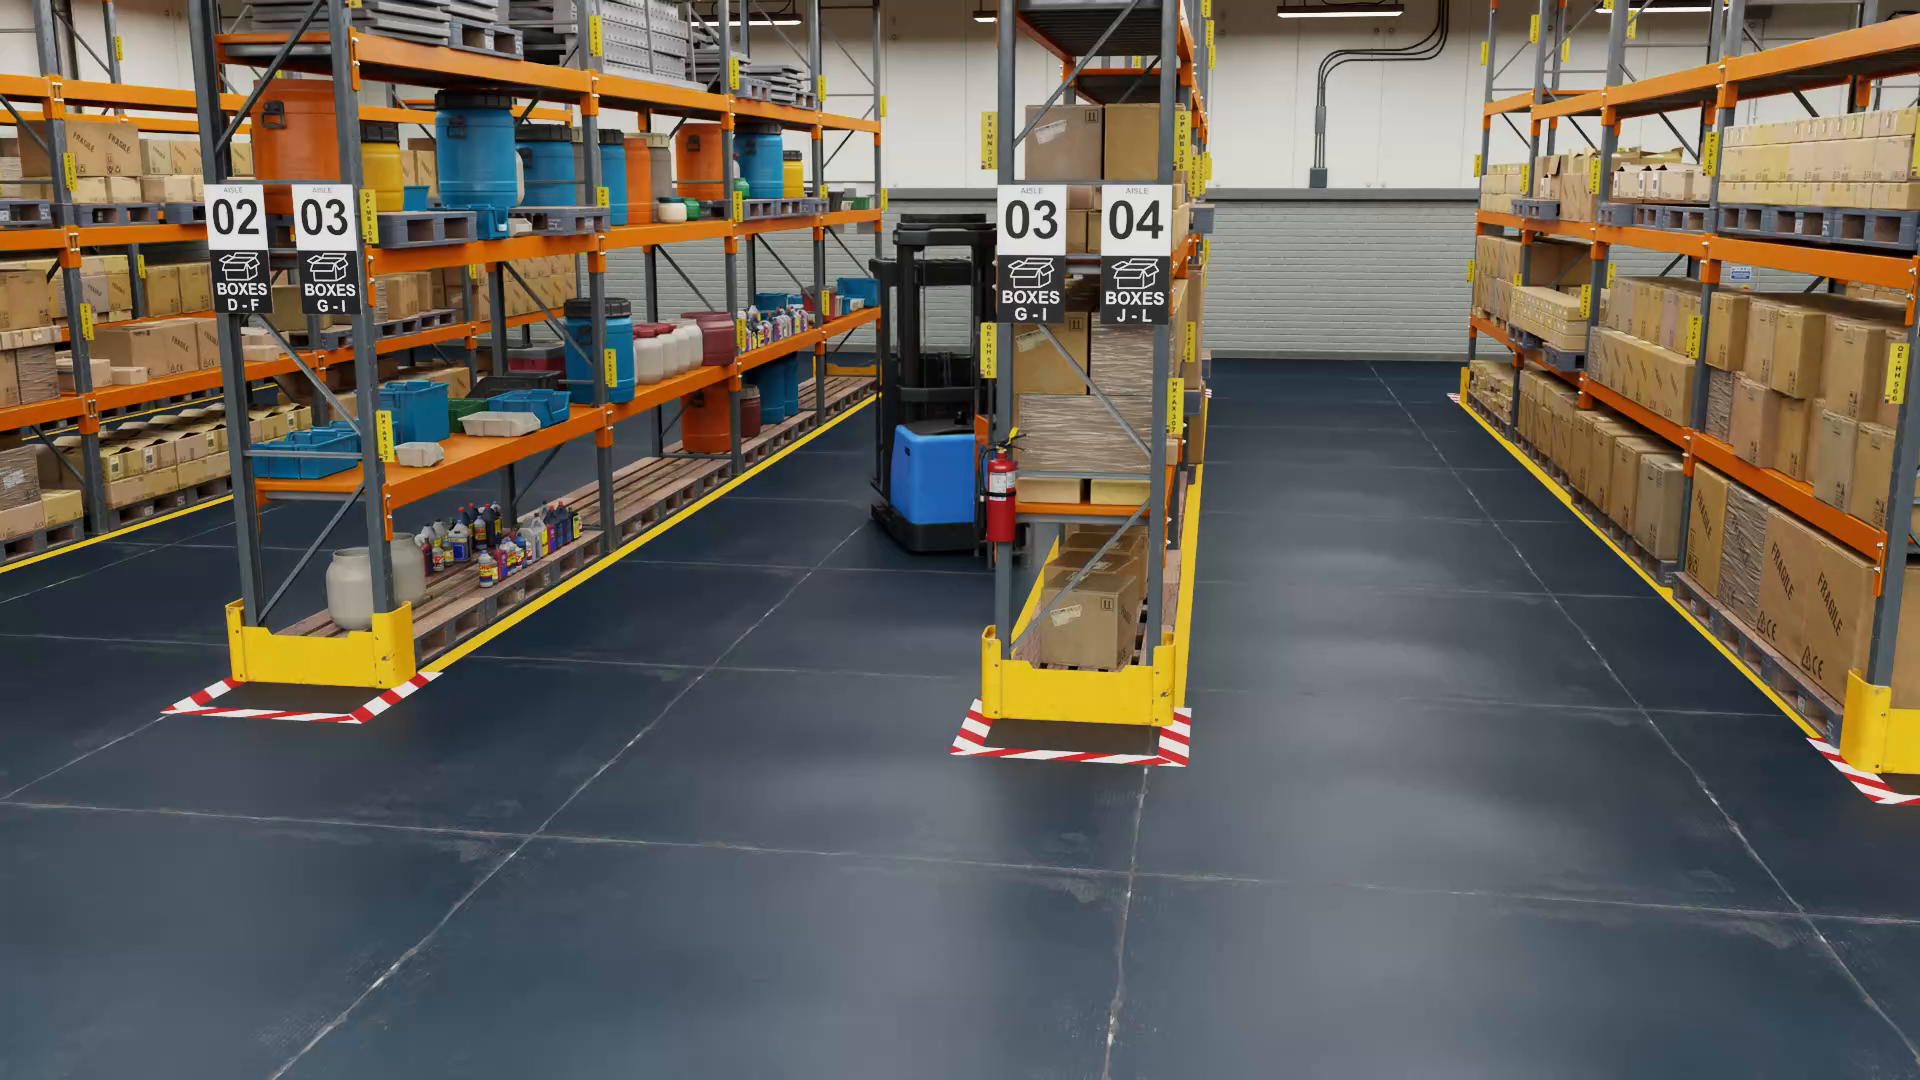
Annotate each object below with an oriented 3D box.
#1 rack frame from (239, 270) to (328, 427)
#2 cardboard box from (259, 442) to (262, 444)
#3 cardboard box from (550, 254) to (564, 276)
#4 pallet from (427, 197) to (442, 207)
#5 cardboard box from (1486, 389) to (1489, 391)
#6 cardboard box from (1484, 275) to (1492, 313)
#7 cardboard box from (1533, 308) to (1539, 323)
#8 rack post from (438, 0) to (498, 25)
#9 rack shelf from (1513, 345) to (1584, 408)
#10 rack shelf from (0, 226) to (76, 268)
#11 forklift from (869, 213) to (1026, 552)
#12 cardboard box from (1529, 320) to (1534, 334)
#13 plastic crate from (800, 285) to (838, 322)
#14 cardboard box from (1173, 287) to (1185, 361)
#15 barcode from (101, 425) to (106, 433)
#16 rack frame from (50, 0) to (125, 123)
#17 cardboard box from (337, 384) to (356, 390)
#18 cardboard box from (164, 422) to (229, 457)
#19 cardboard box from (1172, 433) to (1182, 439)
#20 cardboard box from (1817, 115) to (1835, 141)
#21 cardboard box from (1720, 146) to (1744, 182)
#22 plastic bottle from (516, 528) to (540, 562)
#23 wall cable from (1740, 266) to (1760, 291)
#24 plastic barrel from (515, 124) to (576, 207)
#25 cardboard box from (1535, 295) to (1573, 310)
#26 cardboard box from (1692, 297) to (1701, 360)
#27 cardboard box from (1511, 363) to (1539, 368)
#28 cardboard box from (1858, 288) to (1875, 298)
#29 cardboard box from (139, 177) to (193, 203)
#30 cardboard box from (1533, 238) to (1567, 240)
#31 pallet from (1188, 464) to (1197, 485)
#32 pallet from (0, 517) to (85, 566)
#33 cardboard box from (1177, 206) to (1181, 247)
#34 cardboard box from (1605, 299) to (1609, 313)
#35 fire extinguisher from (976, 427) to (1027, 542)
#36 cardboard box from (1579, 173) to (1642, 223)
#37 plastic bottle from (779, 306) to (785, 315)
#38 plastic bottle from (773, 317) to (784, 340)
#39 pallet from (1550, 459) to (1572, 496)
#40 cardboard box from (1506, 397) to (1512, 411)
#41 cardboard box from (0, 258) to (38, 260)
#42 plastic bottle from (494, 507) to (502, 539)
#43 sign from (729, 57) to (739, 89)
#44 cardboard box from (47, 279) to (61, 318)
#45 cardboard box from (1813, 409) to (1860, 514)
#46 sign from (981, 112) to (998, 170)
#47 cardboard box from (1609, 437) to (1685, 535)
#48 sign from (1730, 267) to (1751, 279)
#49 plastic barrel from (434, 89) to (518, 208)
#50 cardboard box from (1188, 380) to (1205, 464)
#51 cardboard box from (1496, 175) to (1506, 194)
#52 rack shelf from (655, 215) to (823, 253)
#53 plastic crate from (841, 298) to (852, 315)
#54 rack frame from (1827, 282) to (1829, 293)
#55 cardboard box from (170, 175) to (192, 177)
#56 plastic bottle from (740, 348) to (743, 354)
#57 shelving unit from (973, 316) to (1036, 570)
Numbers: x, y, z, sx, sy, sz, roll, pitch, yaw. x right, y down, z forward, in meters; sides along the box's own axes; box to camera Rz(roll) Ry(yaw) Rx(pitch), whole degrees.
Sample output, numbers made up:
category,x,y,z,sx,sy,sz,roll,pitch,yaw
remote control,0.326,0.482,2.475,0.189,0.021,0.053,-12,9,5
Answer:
category,x,y,z,sx,sy,sz,roll,pitch,yaw
rack frame,-7.841,-2.365,19.104,1.000,3.000,0.127,2,12,9
cardboard box,-7.837,-0.897,17.821,0.500,0.250,0.500,2,12,10
cardboard box,-6.484,-4.361,25.756,0.500,0.500,0.500,2,12,10
pallet,-7.395,-4.439,22.052,1.213,0.211,1.003,2,12,9
cardboard box,7.583,-2.025,23.296,0.380,0.149,0.250,2,12,9
cardboard box,7.576,-3.423,23.069,0.500,0.500,0.500,2,12,9
cardboard box,6.694,-2.529,18.760,0.380,0.149,0.250,2,12,8
rack post,-3.910,-3.839,11.881,0.937,0.300,0.954,2,12,8
rack shelf,7.140,-1.926,18.775,1.077,0.370,4.000,2,12,9
rack shelf,-8.763,-2.231,13.068,1.077,0.370,4.000,2,12,9
forklift,-0.242,-1.592,15.679,1.130,2.935,3.031,-3,12,-12
cardboard box,6.737,-2.438,19.040,0.380,0.149,0.250,2,12,8
plastic crate,-1.946,-3.275,23.031,0.402,0.464,0.583,2,12,9
cardboard box,1.381,-1.583,12.158,0.500,0.500,0.500,2,12,9
barcode,-8.005,-1.034,15.540,0.001,0.075,0.075,2,12,9
rack frame,-12.121,-6.290,23.077,1.000,3.000,0.127,2,12,9
cardboard box,-7.849,-1.668,20.760,0.500,0.500,0.500,1,12,7
cardboard box,-7.911,-1.066,17.274,0.500,0.311,0.500,2,12,10
cardboard box,1.516,-0.876,12.791,0.380,0.149,0.250,2,12,9
cardboard box,5.515,-2.529,10.217,0.380,0.149,0.250,2,12,8
cardboard box,5.866,-2.729,12.088,0.500,0.250,0.500,2,12,9
plastic bottle,-3.484,0.030,13.414,0.152,0.276,0.135,2,12,10
wall cable,13.814,-5.074,29.188,0.585,1.953,0.123,2,12,9
plastic barrel,-3.698,-3.195,14.647,0.600,0.901,0.708,2,12,9
cardboard box,6.697,-2.675,18.730,0.380,0.149,0.250,2,12,10
cardboard box,6.288,-1.670,13.269,0.700,0.500,0.500,2,12,8
cardboard box,8.137,-2.460,23.905,0.380,0.149,0.250,2,12,10
cardboard box,12.466,-3.134,22.436,0.500,0.500,0.500,2,12,8
cardboard box,-8.101,-3.527,16.734,0.500,0.250,0.500,1,12,4
cardboard box,8.089,-3.893,22.876,0.500,0.500,0.500,3,12,12
pallet,2.143,-0.842,18.655,1.003,0.211,1.213,2,12,9
pallet,-8.619,-0.005,14.772,1.003,0.211,1.213,2,12,9
cardboard box,1.200,-2.073,10.987,0.500,0.250,0.500,2,12,8
cardboard box,7.257,-2.543,18.118,0.380,0.149,0.250,2,12,11
fire extinguisher,0.244,-0.331,9.851,0.296,0.674,0.183,2,12,9
cardboard box,6.669,-3.504,17.031,0.500,0.500,0.500,2,12,9
plastic bottle,-2.292,-2.815,21.309,0.144,0.351,0.185,2,12,9
plastic bottle,-2.263,-2.626,20.609,0.152,0.276,0.135,2,12,9
pallet,6.954,-0.661,17.816,1.003,0.211,1.213,2,12,9
cardboard box,7.182,-1.727,21.208,0.380,0.149,0.250,2,12,10
cardboard box,-12.595,-3.627,22.190,0.500,0.250,0.500,1,12,7
plastic bottle,-3.961,-0.135,14.158,0.061,0.283,0.133,2,12,9
sign,-2.402,-4.962,17.682,0.100,0.325,0.005,2,12,9
cardboard box,-12.169,-3.142,21.720,0.500,0.500,0.500,2,12,10
cardboard box,5.678,-0.463,9.924,0.875,0.550,0.550,2,12,9
sign,0.172,-2.299,9.577,0.100,0.325,0.005,2,12,9
cardboard box,6.376,-0.467,14.641,1.050,0.750,0.750,2,12,9
sign,13.776,-4.708,29.337,0.327,0.218,0.001,2,12,9
plastic barrel,-3.821,-3.084,13.134,0.600,0.901,0.708,2,12,9
cardboard box,2.074,-1.353,18.454,1.225,0.875,0.875,1,12,6
cardboard box,7.494,-4.762,22.278,0.500,0.250,0.500,1,12,7
rack shelf,-2.639,-3.735,20.047,1.077,0.370,4.000,2,12,9
plastic crate,-1.779,-3.381,24.072,0.416,0.233,0.300,2,12,9
rack frame,12.970,-3.388,23.849,1.000,3.000,0.127,2,12,9
cardboard box,-11.662,-5.246,24.472,0.500,0.250,0.500,2,12,7
plastic bottle,-2.516,-2.244,18.847,0.097,0.271,0.097,0,12,0
shelving unit,0.379,-0.831,14.120,0.431,2.100,0.503,-3,12,-12
